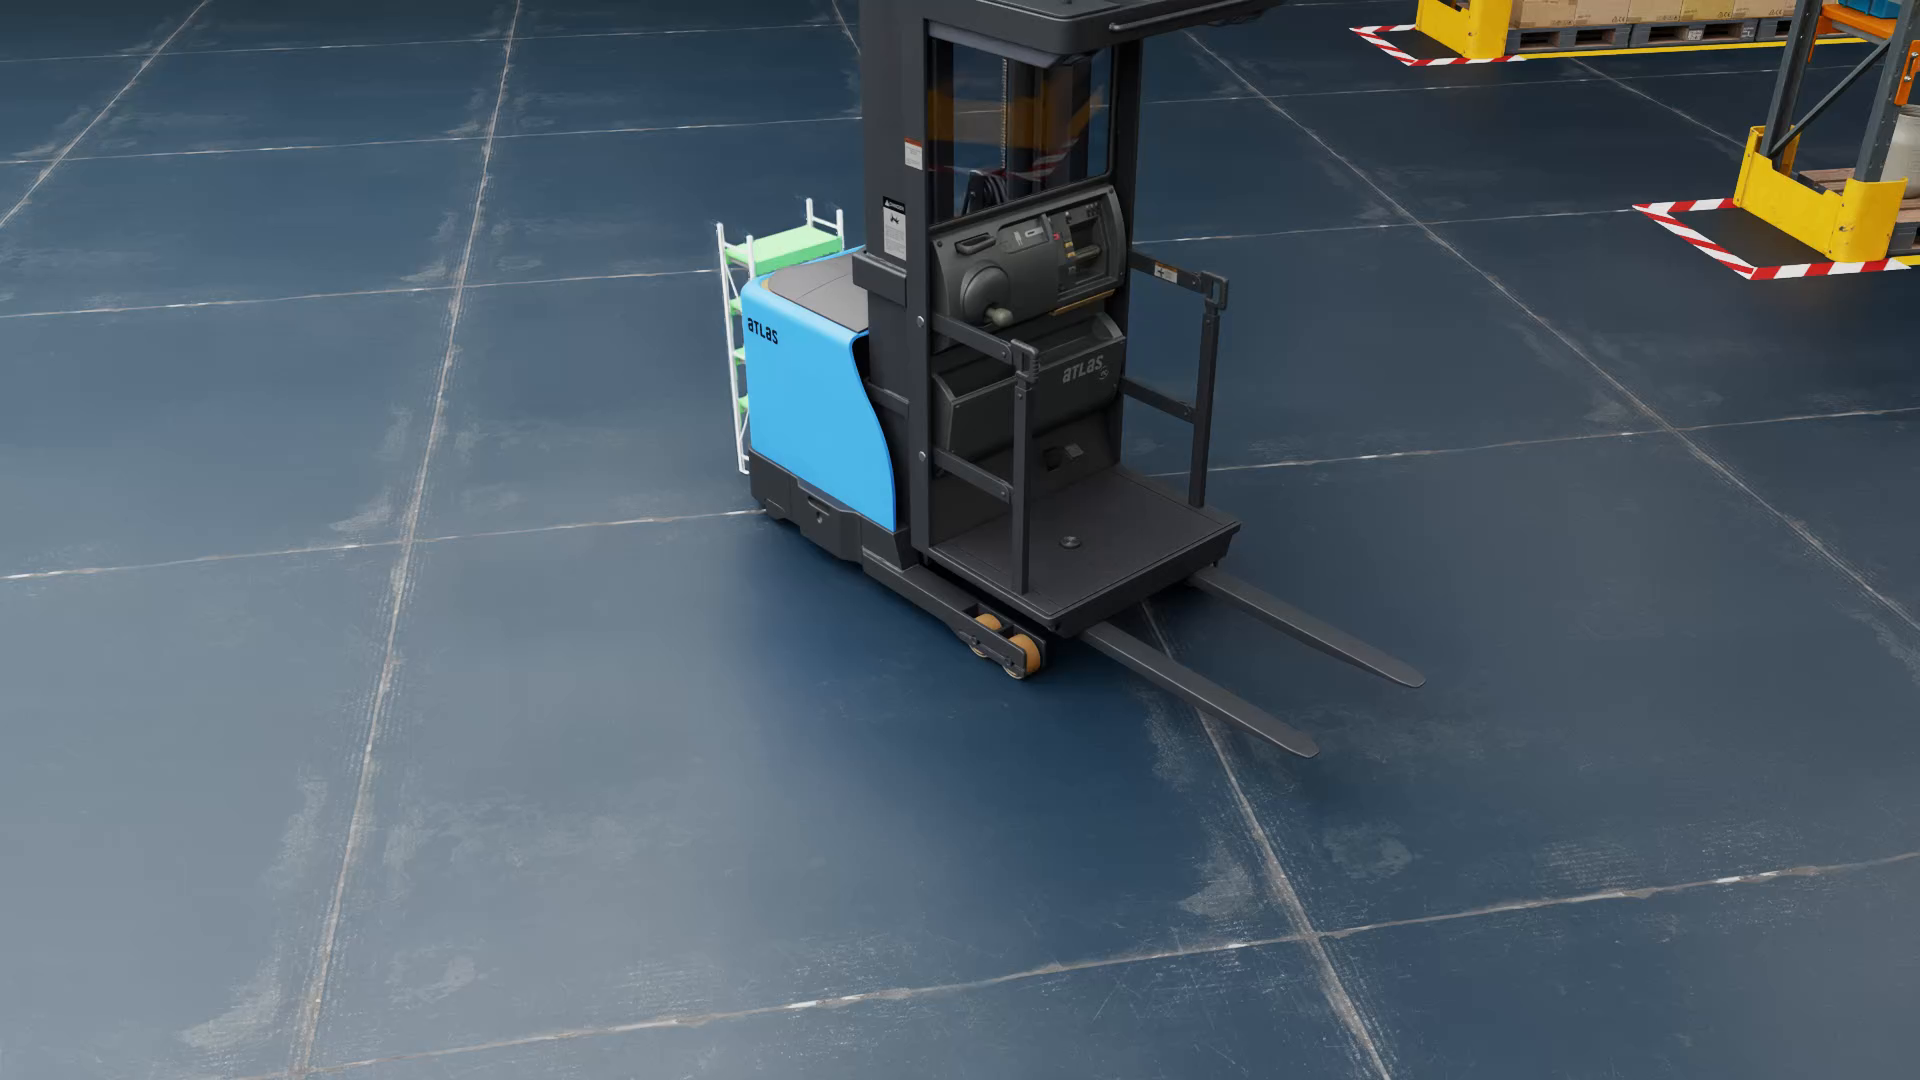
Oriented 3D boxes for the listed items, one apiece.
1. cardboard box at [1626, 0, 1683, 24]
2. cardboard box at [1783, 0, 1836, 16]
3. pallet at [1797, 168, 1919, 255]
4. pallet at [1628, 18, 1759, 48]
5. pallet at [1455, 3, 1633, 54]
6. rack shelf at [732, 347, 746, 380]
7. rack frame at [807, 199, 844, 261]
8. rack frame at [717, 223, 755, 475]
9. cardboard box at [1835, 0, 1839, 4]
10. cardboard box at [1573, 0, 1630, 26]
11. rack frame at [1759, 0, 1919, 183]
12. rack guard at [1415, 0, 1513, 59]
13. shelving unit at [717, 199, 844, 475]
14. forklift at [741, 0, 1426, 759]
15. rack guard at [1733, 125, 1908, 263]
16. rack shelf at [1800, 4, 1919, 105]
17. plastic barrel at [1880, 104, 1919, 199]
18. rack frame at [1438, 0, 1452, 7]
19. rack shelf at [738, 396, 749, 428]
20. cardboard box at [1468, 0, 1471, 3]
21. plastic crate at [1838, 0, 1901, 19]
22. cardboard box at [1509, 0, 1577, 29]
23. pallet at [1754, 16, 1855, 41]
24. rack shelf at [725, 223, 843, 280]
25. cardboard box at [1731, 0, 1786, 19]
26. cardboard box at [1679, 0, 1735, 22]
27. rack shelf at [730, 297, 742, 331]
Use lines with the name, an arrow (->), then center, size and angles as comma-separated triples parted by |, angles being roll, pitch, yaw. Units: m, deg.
cardboard box -> 5.999, -4.745, 14.659 | 0.500, 0.250, 0.500 | -5, 31, -9
cardboard box -> 7.472, -4.887, 14.901 | 0.500, 0.250, 0.500 | -5, 31, -9
pallet -> 6.203, -2.148, 10.695 | 1.213, 0.211, 1.003 | -5, 31, -9
pallet -> 6.390, -4.717, 15.063 | 1.213, 0.211, 1.003 | -5, 31, -9
pallet -> 5.193, -4.607, 14.877 | 1.213, 0.211, 1.003 | -5, 31, -9
rack shelf -> -0.776, -0.835, 7.605 | 0.480, 0.148, 0.258 | -25, 37, -35
rack frame -> -0.596, -0.974, 7.715 | 0.015, 1.200, 0.240 | -25, 37, -35
rack frame -> -0.957, -0.807, 7.432 | 0.015, 1.200, 0.240 | -25, 37, -35
cardboard box -> 7.966, -4.928, 14.970 | 0.500, 0.250, 0.500 | -5, 31, -9
cardboard box -> 5.507, -4.700, 14.582 | 0.500, 0.250, 0.500 | -5, 31, -9
rack frame -> 5.337, -3.248, 9.815 | 0.127, 3.000, 1.000 | -5, 31, -9
rack guard -> 4.424, -4.639, 14.646 | 0.348, 0.500, 1.175 | -5, 31, -9
shelving unit -> -0.777, -0.891, 7.574 | 0.503, 1.200, 0.258 | -25, 37, -35
forklift -> 0.415, -1.027, 6.104 | 1.130, 2.935, 3.031 | -24, 38, -35
rack guard -> 5.403, -2.201, 10.500 | 0.348, 0.500, 1.175 | -5, 31, -9
rack shelf -> 7.304, -3.121, 10.308 | 4.000, 0.370, 1.077 | -5, 31, -9
plastic barrel -> 5.970, -2.455, 10.506 | 0.421, 0.512, 0.421 | 0, 30, 0
rack frame -> 4.448, -5.718, 14.016 | 0.127, 3.000, 1.000 | -5, 31, -9
rack shelf -> -0.771, -0.626, 7.723 | 0.480, 0.148, 0.258 | -25, 37, -35
cardboard box -> 4.922, -4.910, 14.940 | 0.500, 0.250, 0.500 | -5, 31, -9
plastic crate -> 5.775, -3.379, 10.184 | 0.616, 0.251, 0.499 | -5, 31, -9
cardboard box -> 5.016, -4.652, 14.501 | 0.500, 0.250, 0.500 | -5, 31, -9
pallet -> 7.593, -4.830, 15.256 | 1.213, 0.211, 1.003 | -5, 31, -9
rack shelf -> -0.784, -1.253, 7.370 | 0.480, 0.148, 0.258 | -25, 37, -35
cardboard box -> 6.983, -4.834, 14.811 | 0.500, 0.250, 0.500 | -5, 31, -9
cardboard box -> 6.491, -4.788, 14.732 | 0.500, 0.250, 0.500 | -5, 31, -9
rack shelf -> -0.780, -1.044, 7.488 | 0.480, 0.148, 0.258 | -25, 37, -35
